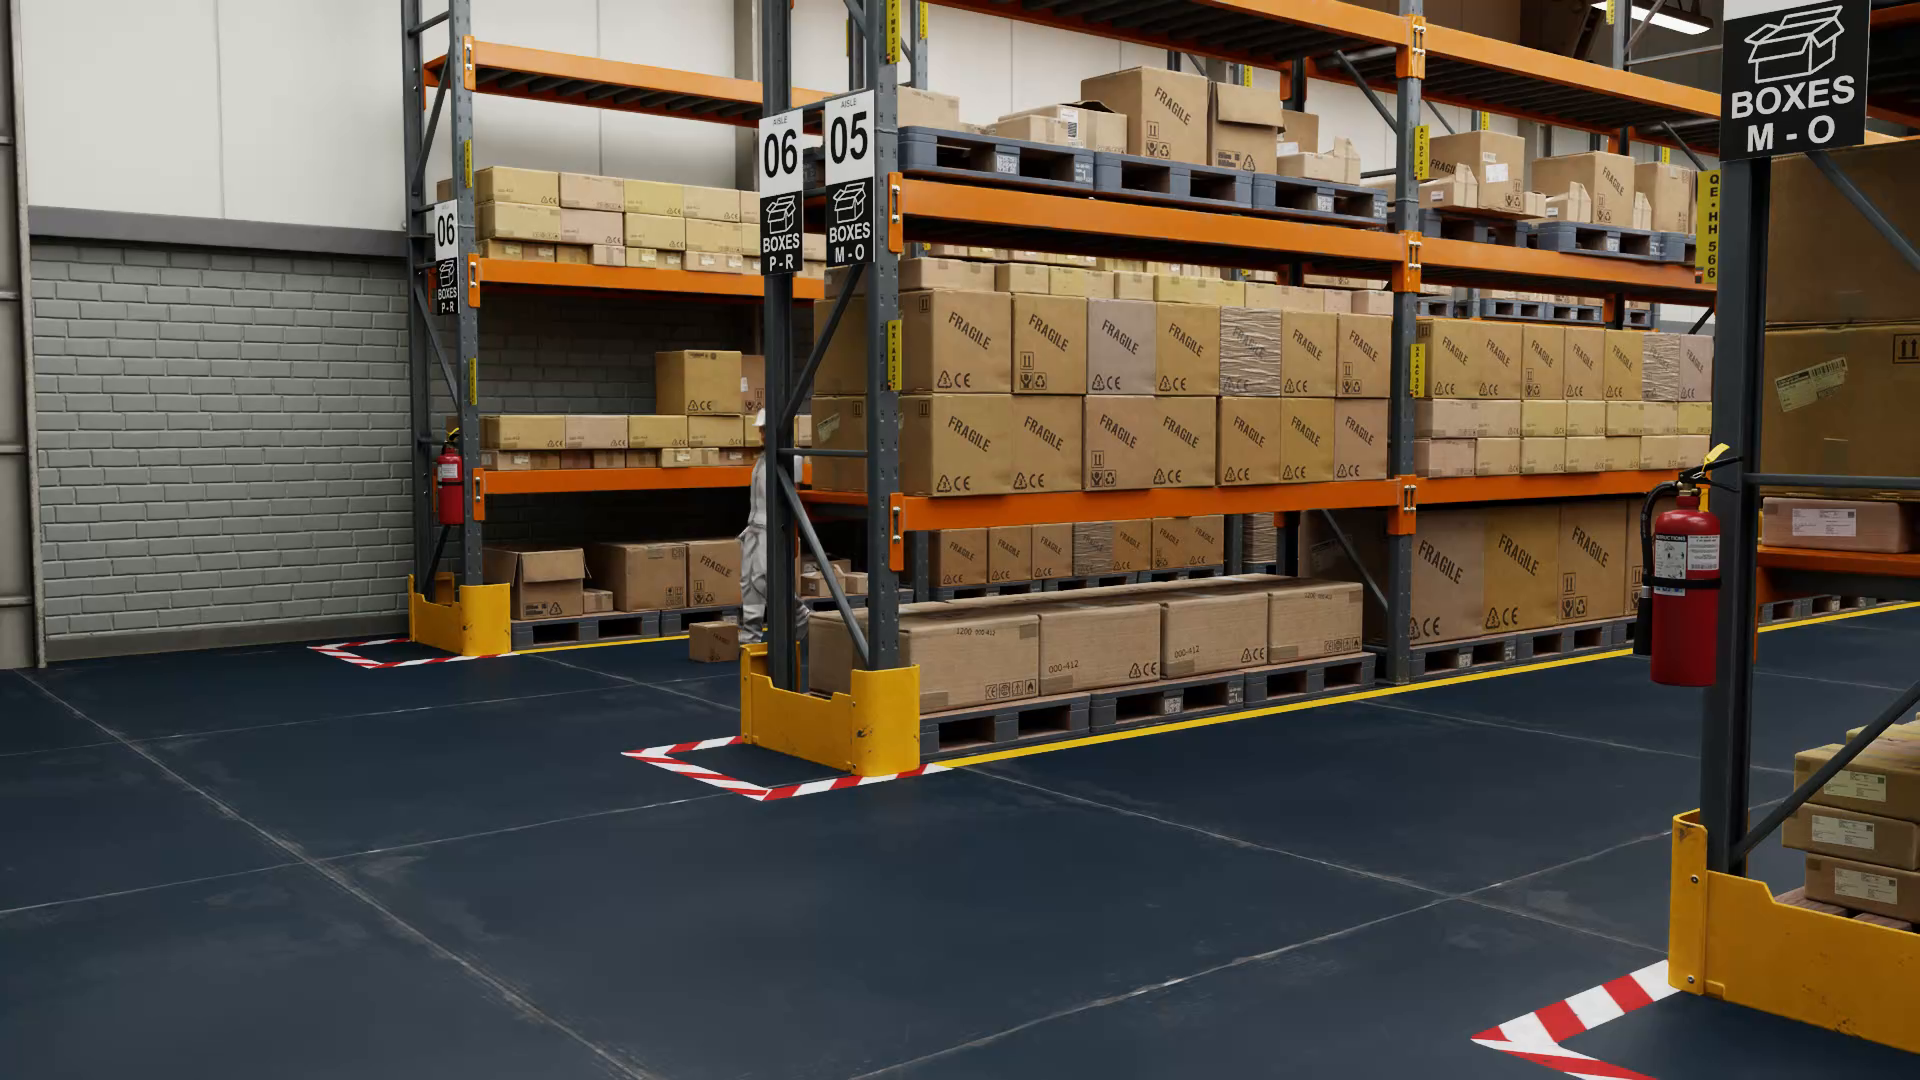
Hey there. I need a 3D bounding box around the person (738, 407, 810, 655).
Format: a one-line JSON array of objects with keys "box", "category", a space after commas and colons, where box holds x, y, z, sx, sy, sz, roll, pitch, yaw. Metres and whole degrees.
[{"box": [-1.376, -0.065, 11.797, 0.679, 1.765, 0.617, -3, 5, -31], "category": "person"}]
